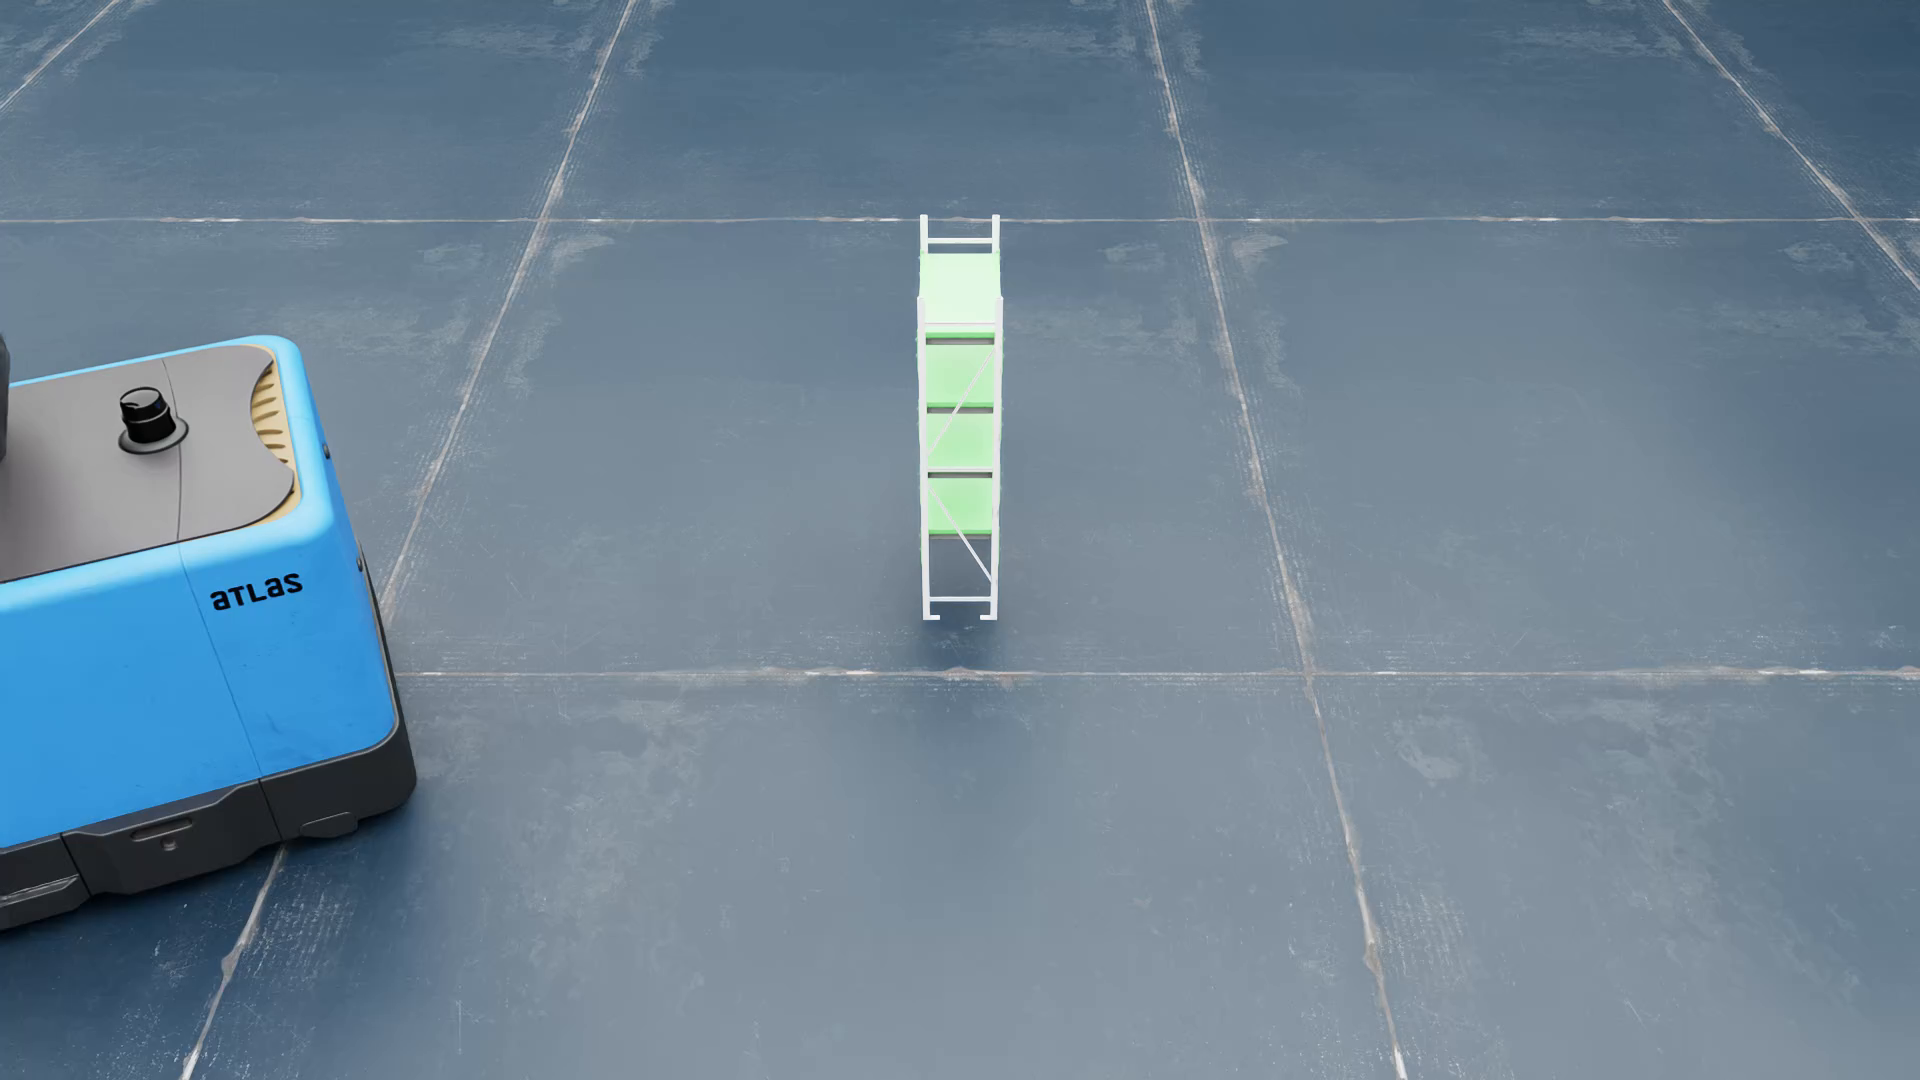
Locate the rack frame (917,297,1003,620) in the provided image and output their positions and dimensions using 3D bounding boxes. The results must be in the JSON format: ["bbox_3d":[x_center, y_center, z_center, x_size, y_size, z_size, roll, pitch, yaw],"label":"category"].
[{"bbox_3d":[0.000,-0.212,5.055,0.240,1.200,0.015,0,39,0],"label":"rack frame"}]

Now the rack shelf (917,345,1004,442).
[{"bbox_3d":[0.000,-0.502,5.135,0.258,0.148,0.480,0,39,0],"label":"rack shelf"}]

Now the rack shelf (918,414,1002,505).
[{"bbox_3d":[0.000,-0.315,5.286,0.258,0.148,0.480,0,39,0],"label":"rack shelf"}]

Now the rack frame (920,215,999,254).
[{"bbox_3d":[0.000,-0.517,5.436,0.240,1.200,0.015,0,39,0],"label":"rack frame"}]

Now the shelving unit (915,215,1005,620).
[{"bbox_3d":[0.000,-0.365,5.246,0.258,1.200,0.503,0,39,0],"label":"shelving unit"}]

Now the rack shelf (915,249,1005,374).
[{"bbox_3d":[0.000,-0.689,4.985,0.258,0.148,0.480,0,39,0],"label":"rack shelf"}]

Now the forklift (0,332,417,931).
[{"bbox_3d":[-3.123,-0.281,3.757,3.031,2.935,1.130,-15,41,-18],"label":"forklift"}]

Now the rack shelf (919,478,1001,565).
[{"bbox_3d":[0.000,-0.128,5.436,0.258,0.148,0.480,0,39,0],"label":"rack shelf"}]
